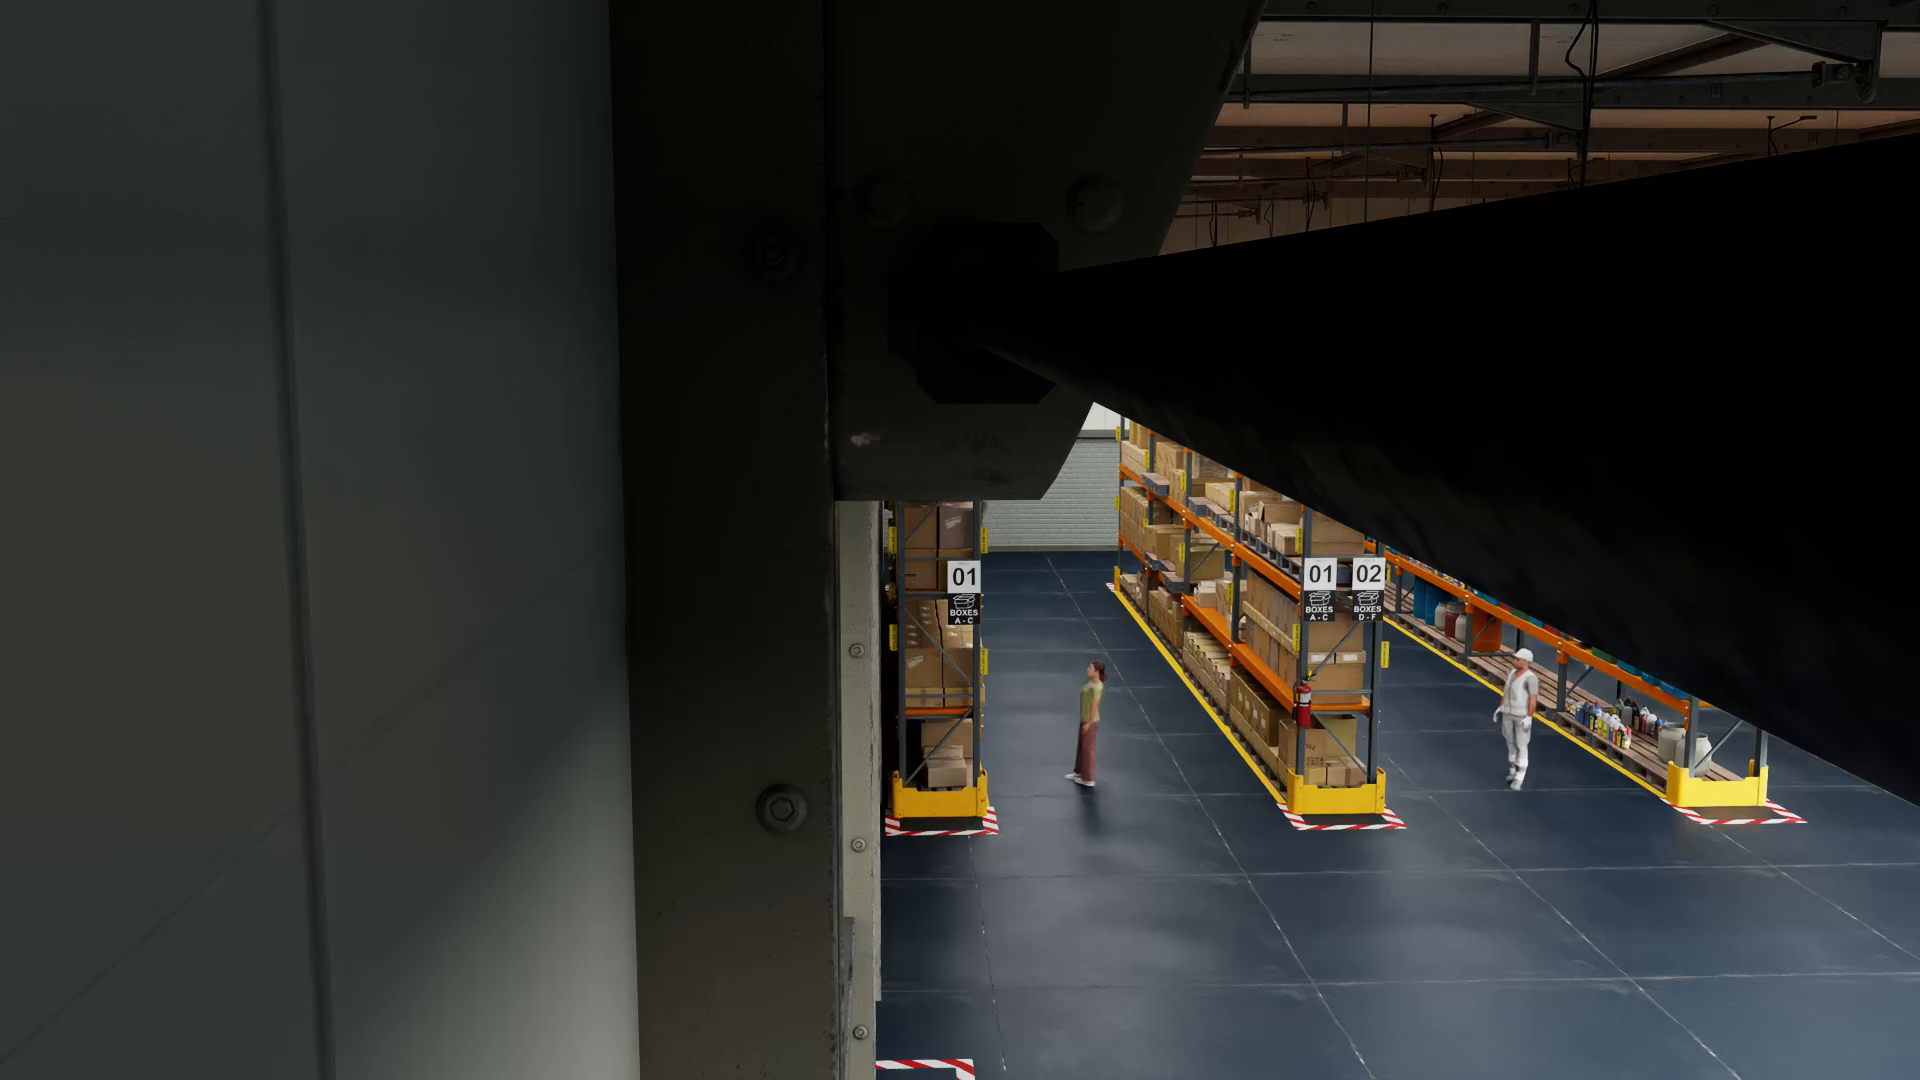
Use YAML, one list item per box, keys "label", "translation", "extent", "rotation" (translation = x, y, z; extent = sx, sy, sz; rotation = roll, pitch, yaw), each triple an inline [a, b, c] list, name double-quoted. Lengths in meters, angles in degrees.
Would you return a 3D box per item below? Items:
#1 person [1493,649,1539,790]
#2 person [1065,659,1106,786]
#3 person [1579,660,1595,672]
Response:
- label: "person"
  translation: [7.277, 2.326, 21.792]
  extent: [0.538, 1.811, 0.570]
  rotation: [-7, 11, -41]
- label: "person"
  translation: [1.650, 2.382, 21.799]
  extent: [0.531, 1.668, 0.484]
  rotation: [0, 8, 2]
- label: "person"
  translation: [10.963, 1.393, 28.844]
  extent: [0.430, 1.651, 0.972]
  rotation: [0, 8, -1]
